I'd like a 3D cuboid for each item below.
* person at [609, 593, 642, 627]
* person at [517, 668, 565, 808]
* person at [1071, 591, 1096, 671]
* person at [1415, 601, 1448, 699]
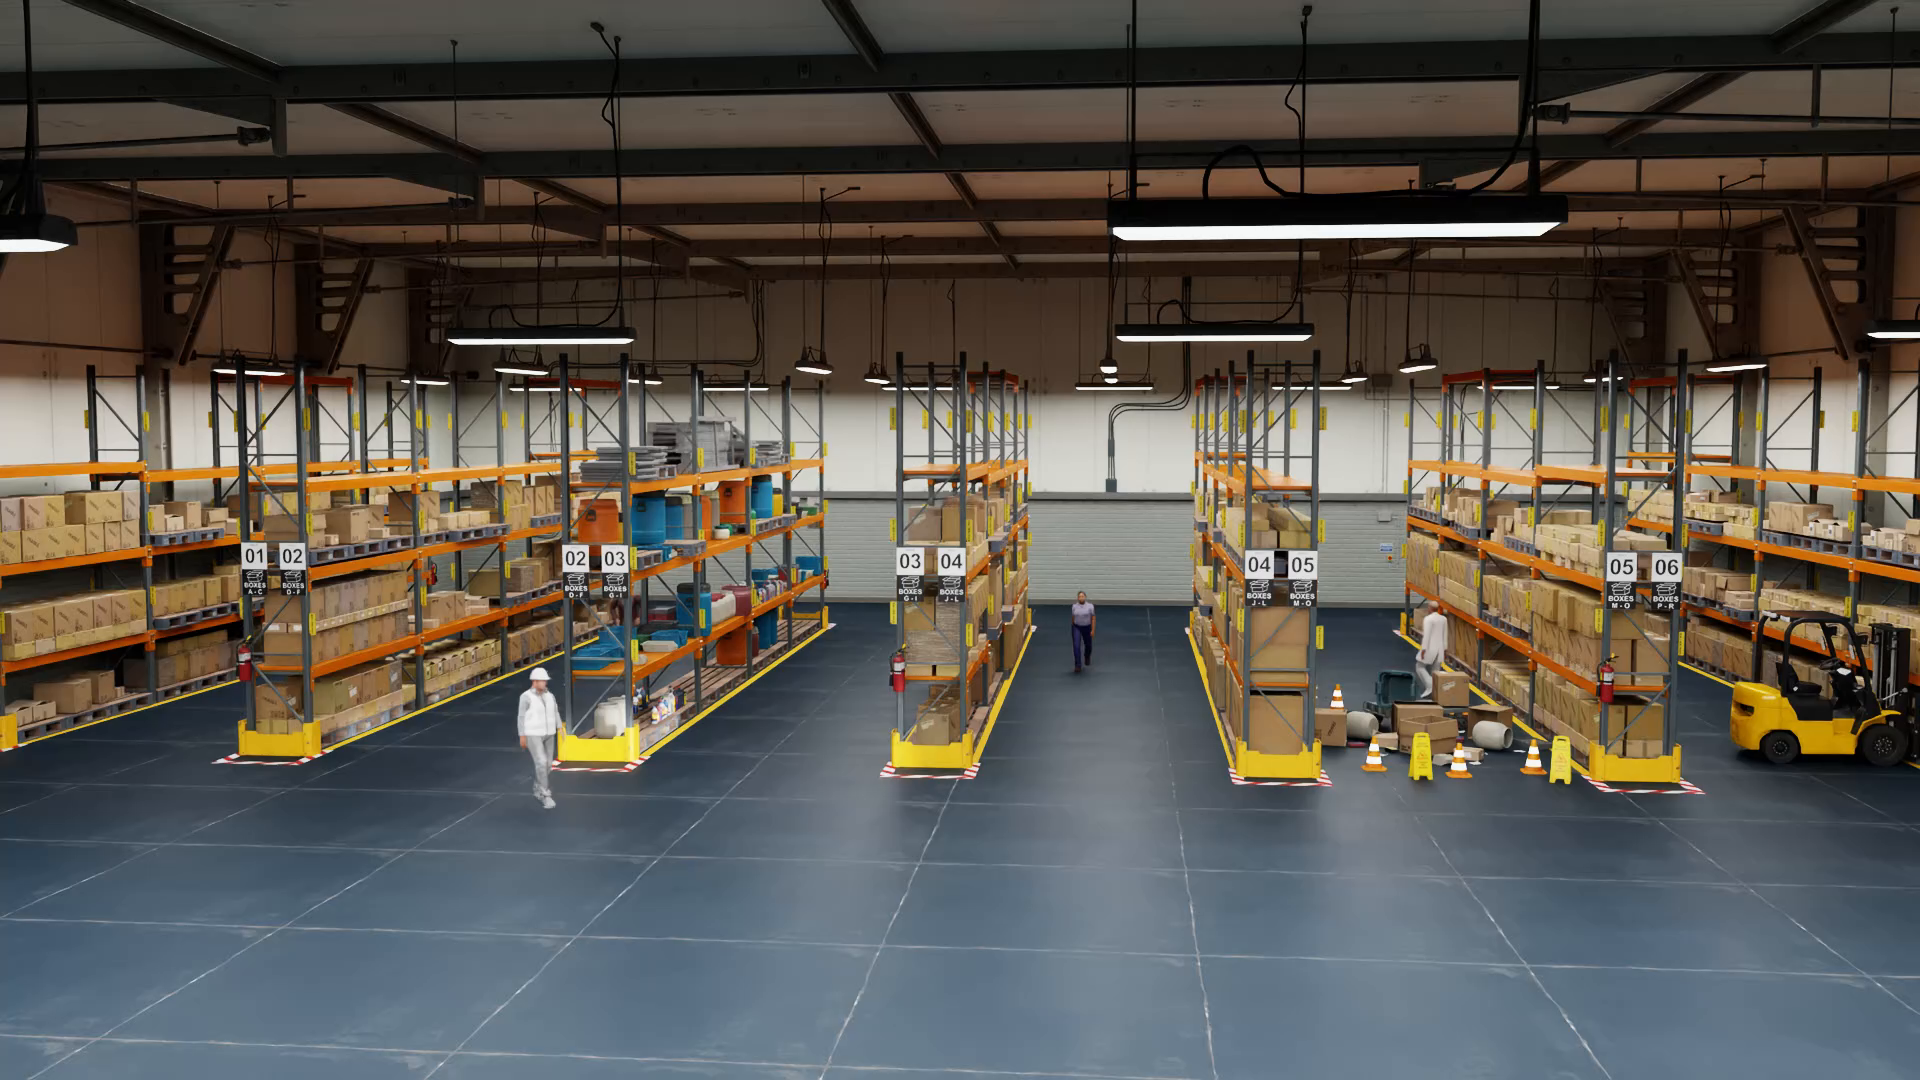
[{"bbox_3d":[-6.897,1.716,34.532,0.703,1.684,0.641,1,4,13],"label":"person"},{"bbox_3d":[-5.441,2.587,21.869,0.778,1.778,0.565,3,5,40],"label":"person"},{"bbox_3d":[2.483,1.807,33.491,0.485,1.602,0.857,0,4,4],"label":"person"},{"bbox_3d":[8.537,1.985,29.947,0.638,1.773,0.532,-2,5,-27],"label":"person"}]
